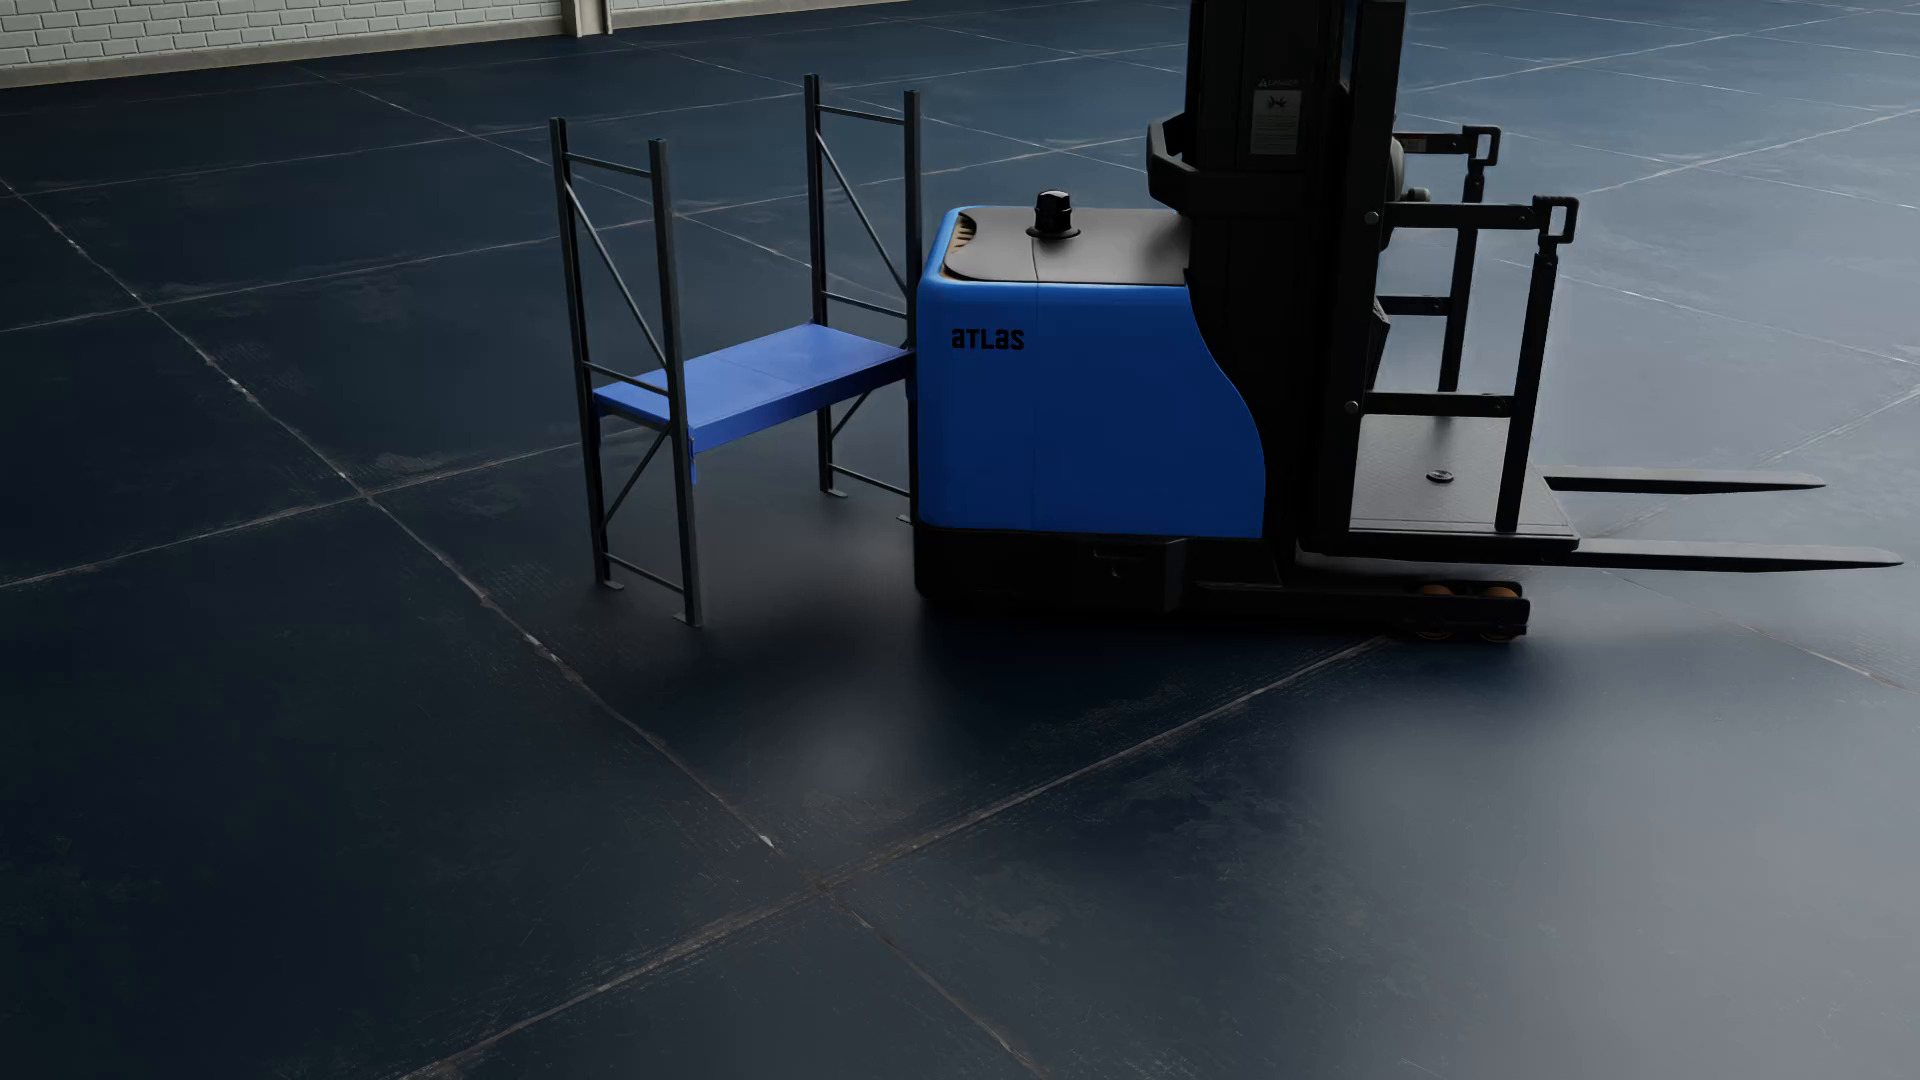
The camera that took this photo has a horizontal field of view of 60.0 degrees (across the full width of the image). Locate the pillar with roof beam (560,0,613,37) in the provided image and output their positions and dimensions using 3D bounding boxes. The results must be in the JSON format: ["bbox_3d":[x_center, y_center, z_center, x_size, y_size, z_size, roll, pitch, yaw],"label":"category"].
[{"bbox_3d":[-1.083,-7.752,11.763,0.400,9.000,9.100,-18,31,-34],"label":"pillar with roof beam"}]

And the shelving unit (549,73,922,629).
[{"bbox_3d":[-0.659,-0.638,5.343,0.538,1.500,1.048,21,32,37],"label":"shelving unit"}]

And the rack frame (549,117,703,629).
[{"bbox_3d":[-0.997,-0.478,4.999,0.500,1.500,0.032,21,32,37],"label":"rack frame"}]

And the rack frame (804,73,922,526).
[{"bbox_3d":[-0.321,-0.798,5.688,0.500,1.500,0.032,21,32,37],"label":"rack frame"}]

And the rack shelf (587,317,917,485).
[{"bbox_3d":[-0.659,-0.475,5.419,0.538,0.185,1.000,21,32,37],"label":"rack shelf"}]

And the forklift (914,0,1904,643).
[{"bbox_3d":[1.402,-1.250,4.962,3.031,2.935,1.130,2,25,4],"label":"forklift"}]
